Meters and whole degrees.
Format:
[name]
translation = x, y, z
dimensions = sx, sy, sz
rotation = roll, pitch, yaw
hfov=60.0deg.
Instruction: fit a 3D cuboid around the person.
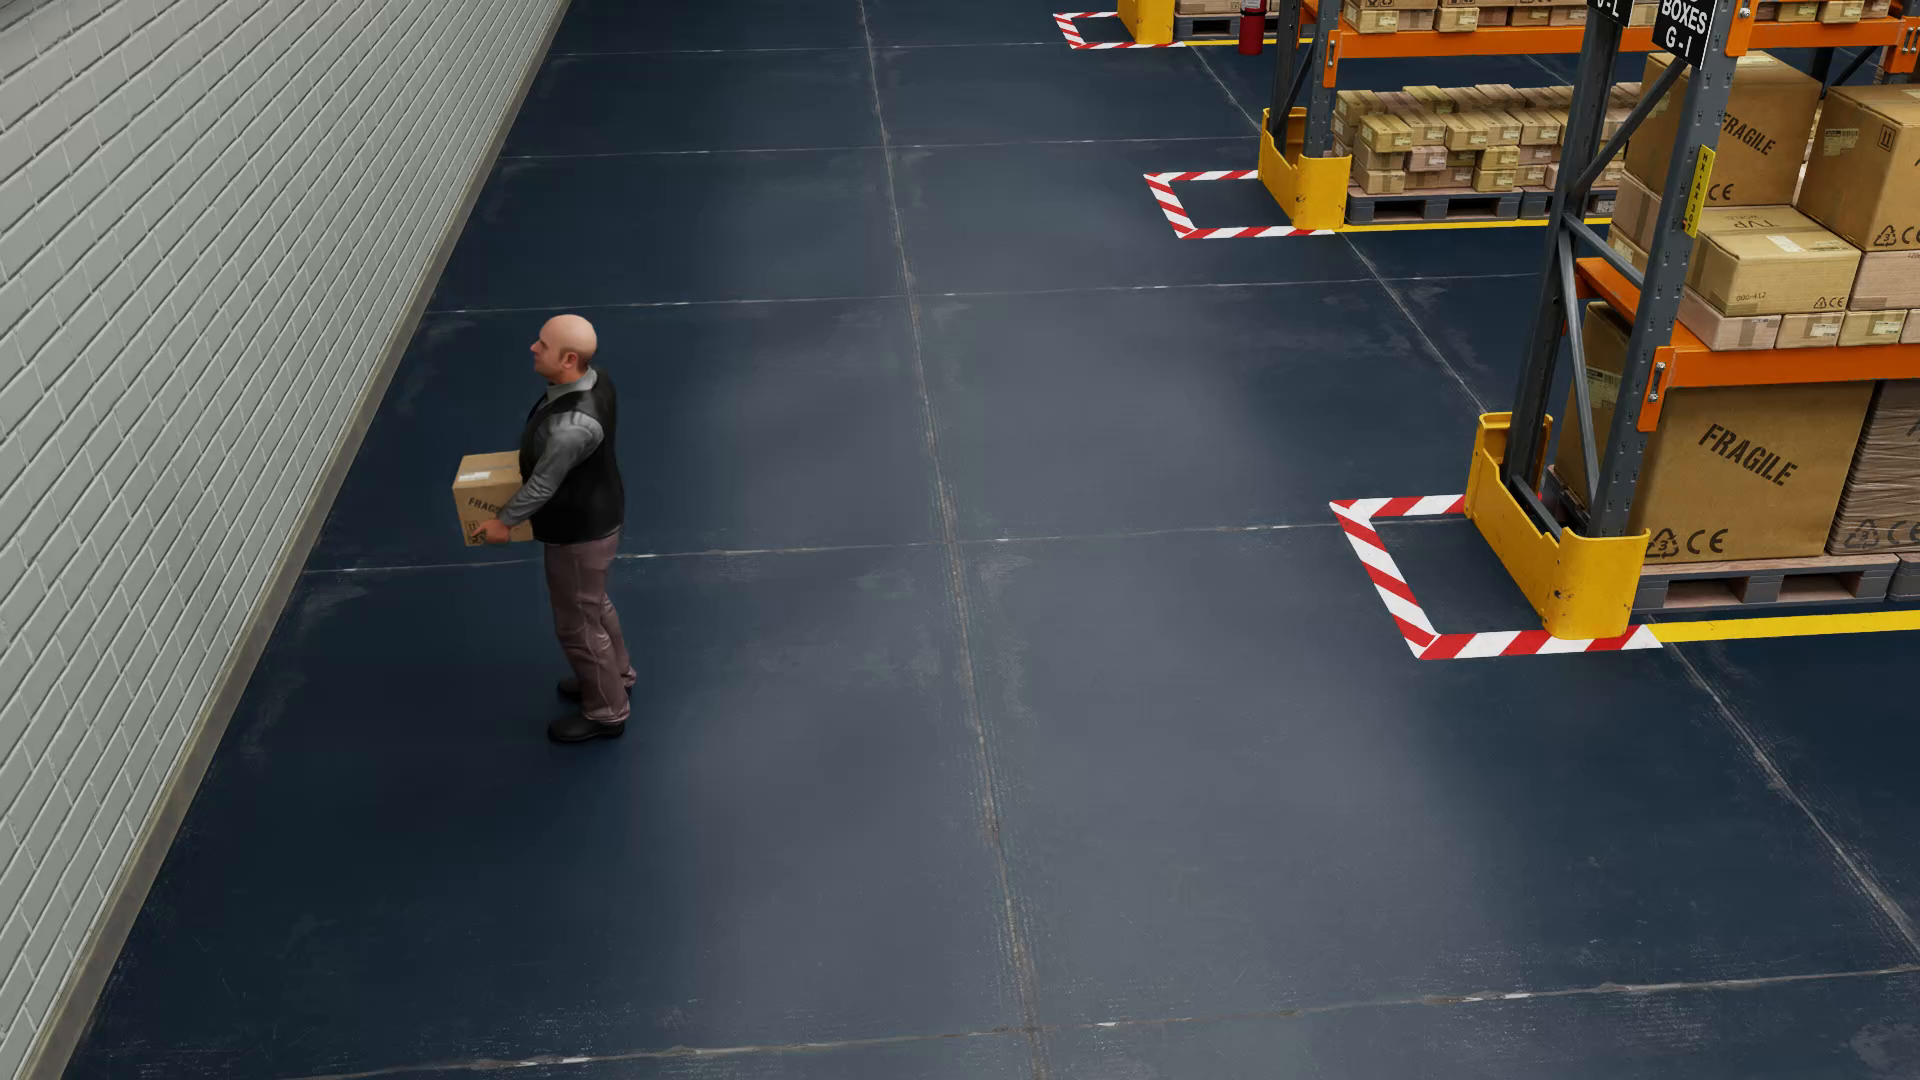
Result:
[person]
translation = -1.522, -0.038, 6.223
dimensions = 0.550, 1.719, 0.499
rotation = -3, 31, -4
